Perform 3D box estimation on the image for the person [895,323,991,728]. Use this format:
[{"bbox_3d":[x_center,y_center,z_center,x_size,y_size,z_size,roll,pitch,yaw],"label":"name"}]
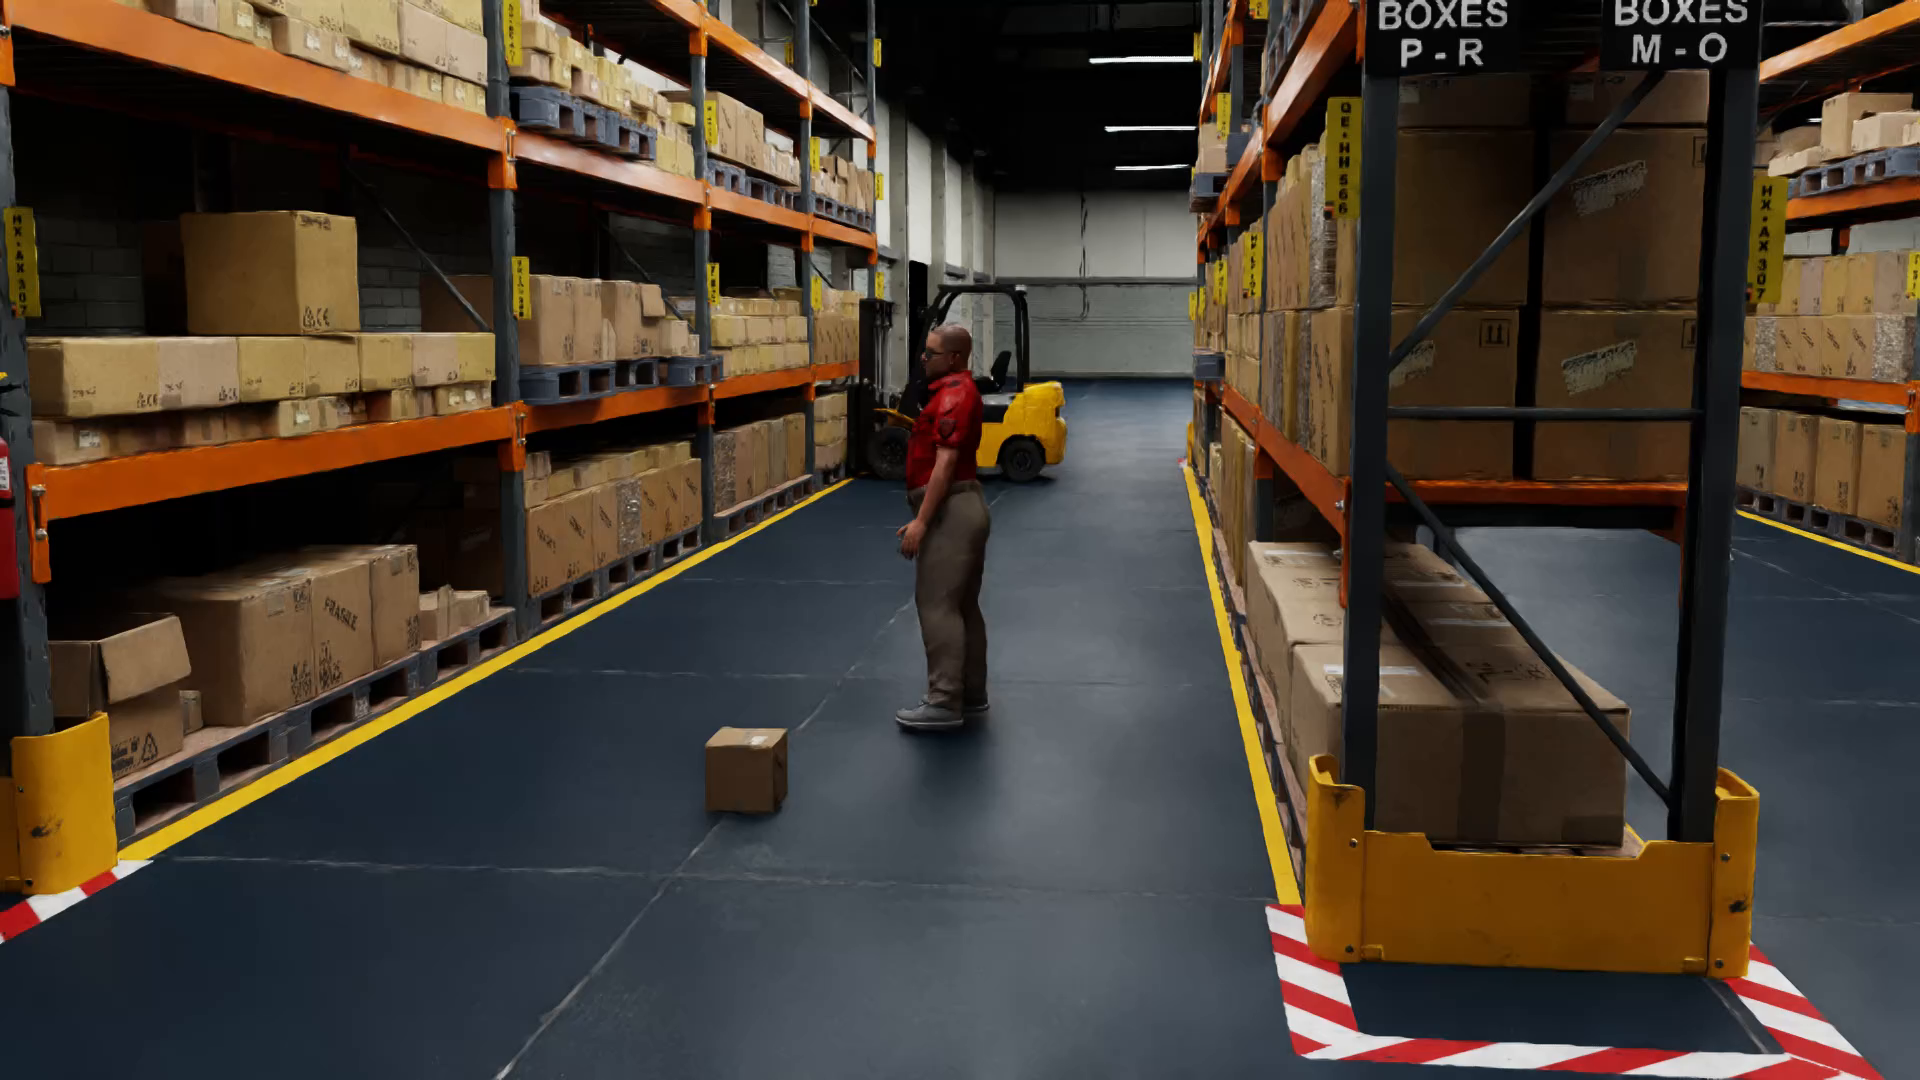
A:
[{"bbox_3d":[-0.071,-0.065,7.194,0.397,1.736,0.570,1,8,8],"label":"person"}]
